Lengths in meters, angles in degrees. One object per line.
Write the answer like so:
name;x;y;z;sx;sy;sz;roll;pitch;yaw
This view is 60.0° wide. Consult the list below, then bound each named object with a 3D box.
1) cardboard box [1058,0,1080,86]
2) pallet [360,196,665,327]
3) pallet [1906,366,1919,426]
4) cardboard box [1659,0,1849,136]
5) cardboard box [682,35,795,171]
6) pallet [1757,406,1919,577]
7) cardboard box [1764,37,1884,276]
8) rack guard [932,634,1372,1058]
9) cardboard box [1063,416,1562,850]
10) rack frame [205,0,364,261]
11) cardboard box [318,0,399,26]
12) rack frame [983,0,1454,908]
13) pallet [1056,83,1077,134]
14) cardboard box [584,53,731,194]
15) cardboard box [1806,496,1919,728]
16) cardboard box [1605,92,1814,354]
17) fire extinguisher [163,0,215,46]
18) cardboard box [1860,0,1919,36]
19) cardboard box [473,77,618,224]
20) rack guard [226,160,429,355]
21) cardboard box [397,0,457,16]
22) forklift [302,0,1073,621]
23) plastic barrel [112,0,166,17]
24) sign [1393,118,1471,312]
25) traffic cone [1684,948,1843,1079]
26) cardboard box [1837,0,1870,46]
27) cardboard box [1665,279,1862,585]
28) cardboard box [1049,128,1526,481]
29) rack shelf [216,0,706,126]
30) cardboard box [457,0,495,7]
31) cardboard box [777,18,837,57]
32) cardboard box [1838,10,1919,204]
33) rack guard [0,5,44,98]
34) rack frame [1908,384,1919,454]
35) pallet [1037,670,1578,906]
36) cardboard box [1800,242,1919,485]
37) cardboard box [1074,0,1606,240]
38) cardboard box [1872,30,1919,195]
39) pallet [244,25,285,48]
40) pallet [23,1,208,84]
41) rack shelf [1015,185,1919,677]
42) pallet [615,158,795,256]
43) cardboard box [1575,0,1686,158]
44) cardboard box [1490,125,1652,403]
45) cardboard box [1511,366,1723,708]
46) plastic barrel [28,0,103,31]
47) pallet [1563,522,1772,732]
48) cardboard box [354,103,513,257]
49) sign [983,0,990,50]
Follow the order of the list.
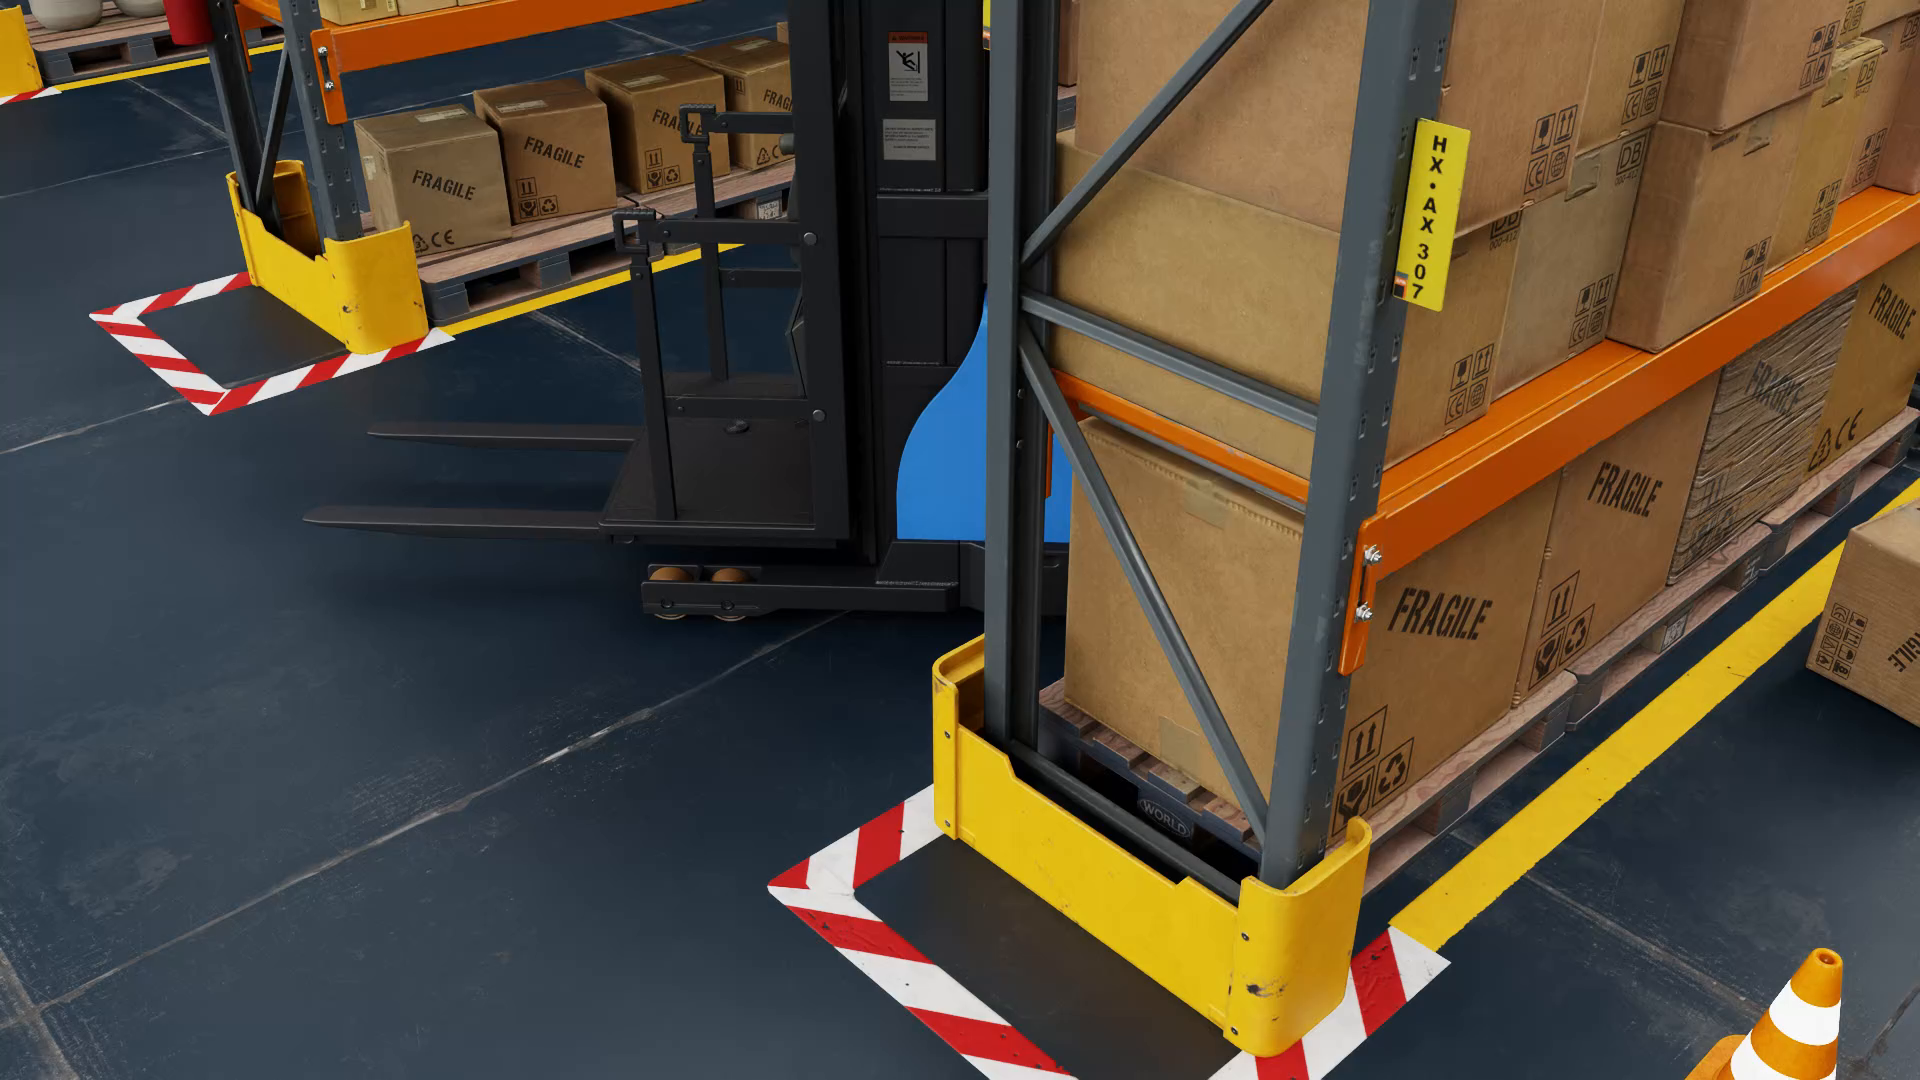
cardboard box;0.543;-3.055;9.846;0.700;0.500;0.500;26;40;35
pallet;-2.179;-1.418;7.866;1.213;0.211;1.003;-26;40;-35
pallet;3.891;-0.904;7.026;1.213;0.211;1.003;-26;40;-35
cardboard box;1.586;-1.391;3.971;0.550;0.550;0.875;-26;40;-35
cardboard box;-1.059;-2.254;8.555;0.500;0.500;0.500;25;39;35
pallet;2.766;-0.362;6.140;1.213;0.211;1.003;-26;40;-35
cardboard box;1.930;-1.143;4.601;0.500;0.550;0.875;-26;40;-35
rack guard;0.426;0.702;4.122;0.348;0.500;1.175;-26;40;-35
cardboard box;0.896;0.089;4.363;0.875;0.875;0.875;-26;40;-35
rack frame;-2.855;-2.306;6.645;0.127;3.000;1.000;-26;40;-35
cardboard box;-2.484;-2.208;6.727;0.250;0.149;0.380;-26;40;-35
rack frame;0.444;-0.373;3.484;0.127;3.000;1.000;-26;40;-35
pallet;0.648;-2.812;10.146;1.213;0.211;1.003;-26;40;-35
cardboard box;-1.498;-2.074;8.259;0.500;0.500;0.500;-22;38;-31
cardboard box;2.936;0.217;4.913;0.500;0.500;0.500;-19;36;-28
cardboard box;1.569;-0.940;4.267;0.550;0.550;0.875;-26;40;-35
fire extinguisher;-3.252;-2.408;6.888;0.183;0.674;0.296;-26;40;-35
cardboard box;2.269;-1.820;4.672;0.550;0.550;0.875;-26;40;-35
cardboard box;-1.970;-1.859;7.908;0.500;0.500;0.500;-15;35;-23
rack guard;-2.799;-1.266;7.342;0.348;0.500;1.175;-26;40;-35
cardboard box;-2.287;-2.290;6.860;0.250;0.149;0.380;-26;40;-35
forklift;-0.624;-1.265;5.009;3.031;2.935;1.130;1;31;2
plastic barrel;-5.424;-3.759;11.004;0.421;0.512;0.421;0;31;0
sign;0.817;-0.561;2.887;0.005;0.325;0.100;-26;40;-35
traffic cone;1.799;1.065;3.565;0.334;0.463;0.336;-26;40;-35
cardboard box;1.886;-1.629;4.360;0.500;0.550;0.875;-26;40;-35
cardboard box;2.210;-0.547;5.403;0.875;0.875;0.875;-25;40;-35
cardboard box;0.685;-0.585;3.688;0.550;0.550;0.875;-26;40;-35
rack shelf;-1.388;-2.708;7.993;4.000;0.370;1.077;-26;40;-35
cardboard box;-2.094;-2.373;6.996;0.250;0.149;0.380;-26;40;-35
cardboard box;-0.657;-2.505;8.964;0.500;0.500;0.500;-13;34;-21
cardboard box;2.250;-1.370;4.971;0.550;0.550;0.875;-26;40;-35
rack guard;-6.199;-3.179;10.470;0.348;0.500;1.175;-26;40;-35
rack frame;3.377;-1.791;5.804;0.127;3.000;1.000;-26;40;-35
pallet;0.977;0.504;4.724;1.213;0.211;1.003;-26;40;-35
cardboard box;2.868;-0.868;5.928;0.875;0.875;0.875;-25;39;-35
cardboard box;0.742;-1.014;3.354;0.550;0.550;0.875;-26;40;-35
cardboard box;2.726;-1.516;5.210;0.550;0.550;0.875;-26;40;-35
pallet;-4.705;-3.772;11.717;1.213;0.211;1.003;-26;40;-35
pallet;-5.599;-3.342;11.013;1.213;0.211;1.003;-26;40;-35
rack shelf;1.910;-0.775;4.832;4.000;0.370;1.077;-26;40;-35
pallet;-1.285;-1.848;8.570;1.213;0.211;1.003;-26;40;-35
cardboard box;1.083;-1.244;3.731;0.550;0.550;0.875;-26;40;-35
cardboard box;1.073;-0.789;4.021;0.550;0.550;0.875;-26;40;-35
cardboard box;1.540;-0.224;4.875;0.875;0.875;0.875;-27;40;-36
plastic barrel;-5.792;-3.581;10.713;0.421;0.512;0.421;0;31;0
pallet;1.871;0.073;5.428;1.213;0.211;1.003;-26;40;-35
cardboard box;-2.385;-1.634;7.540;0.500;0.500;0.500;-18;36;-27
sign;0.085;-1.180;3.468;0.005;0.325;0.100;-26;40;-35
